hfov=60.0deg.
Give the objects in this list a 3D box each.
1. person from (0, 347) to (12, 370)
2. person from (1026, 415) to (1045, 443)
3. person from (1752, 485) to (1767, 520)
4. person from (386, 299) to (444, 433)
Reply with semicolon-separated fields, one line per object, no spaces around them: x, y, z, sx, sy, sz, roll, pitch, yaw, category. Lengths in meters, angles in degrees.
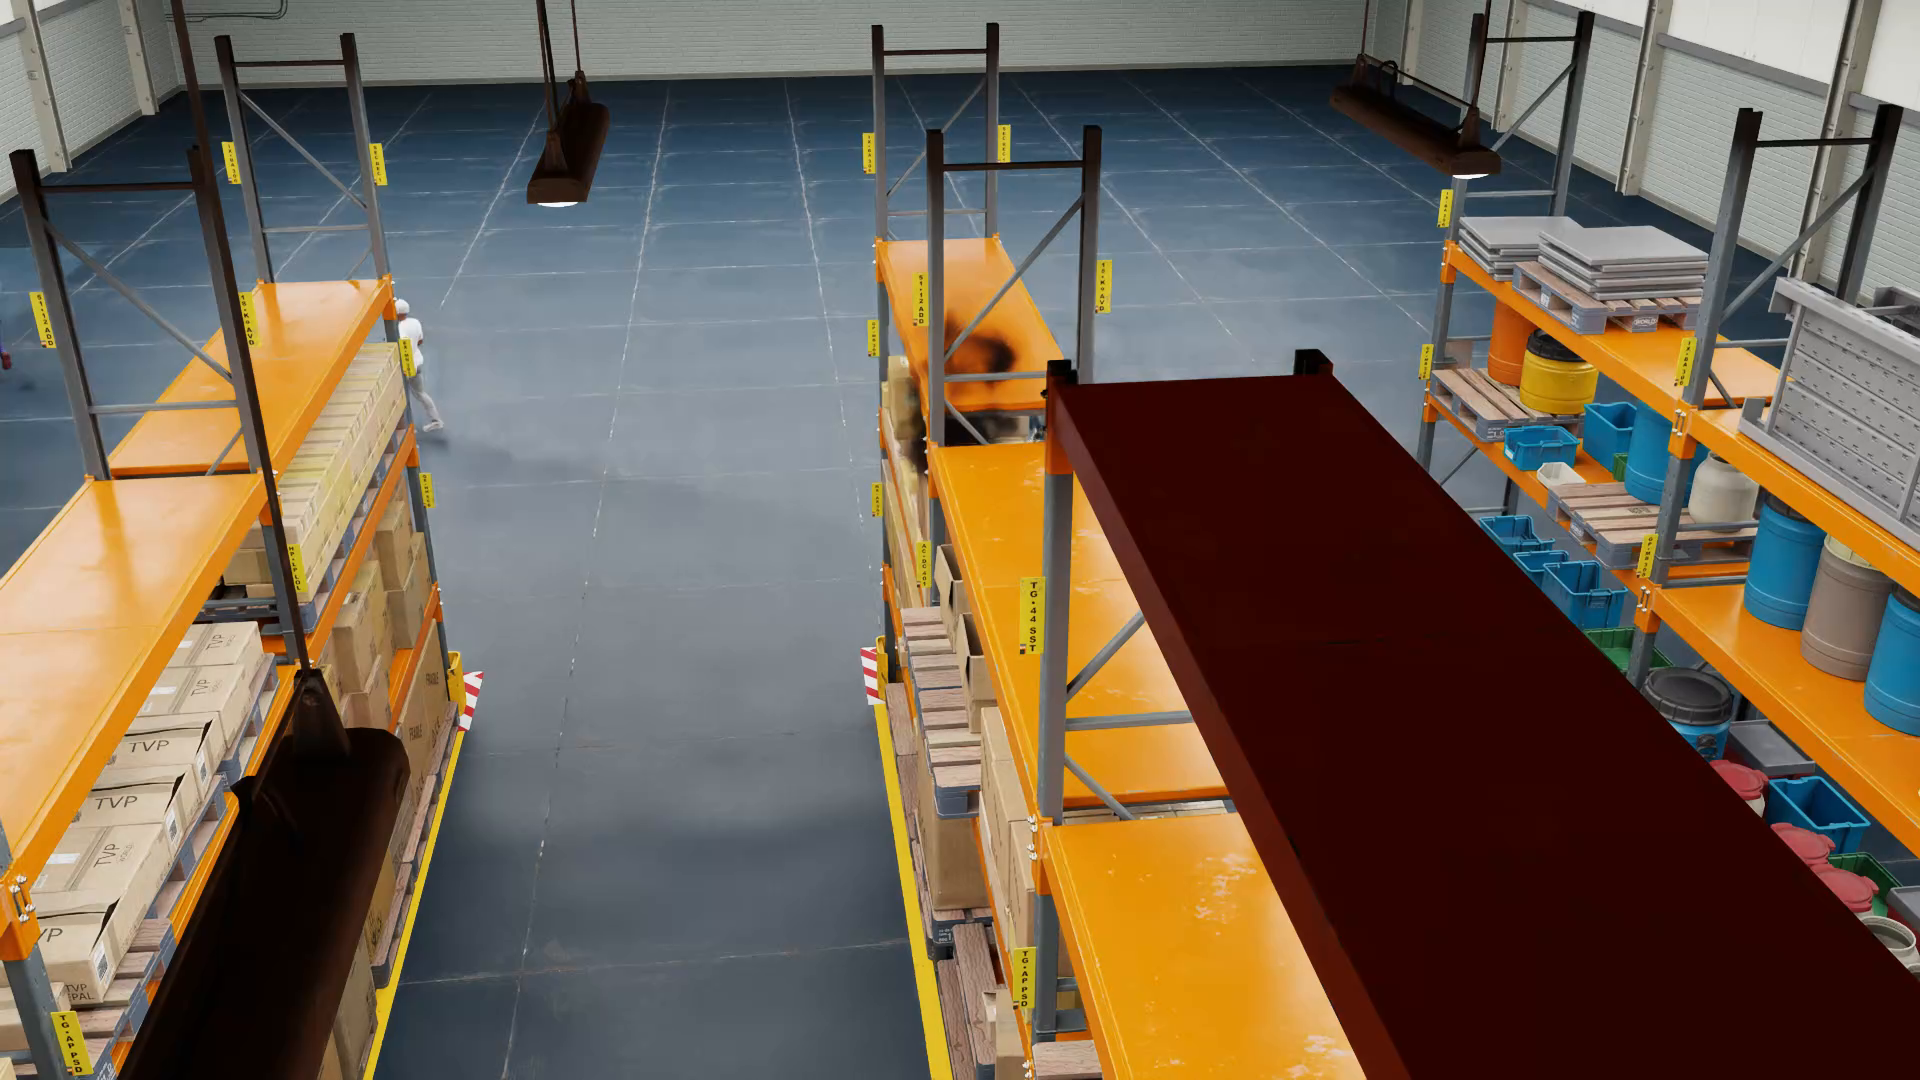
-13.604;-3.009;22.980;0.603;1.622;0.603;18;31;33;person
0.801;-1.928;20.710;0.586;1.558;0.508;7;26;15;person
8.671;-0.695;18.028;0.607;1.682;0.695;9;27;18;person
-6.953;-2.150;20.979;0.787;1.831;0.676;11;28;22;person
